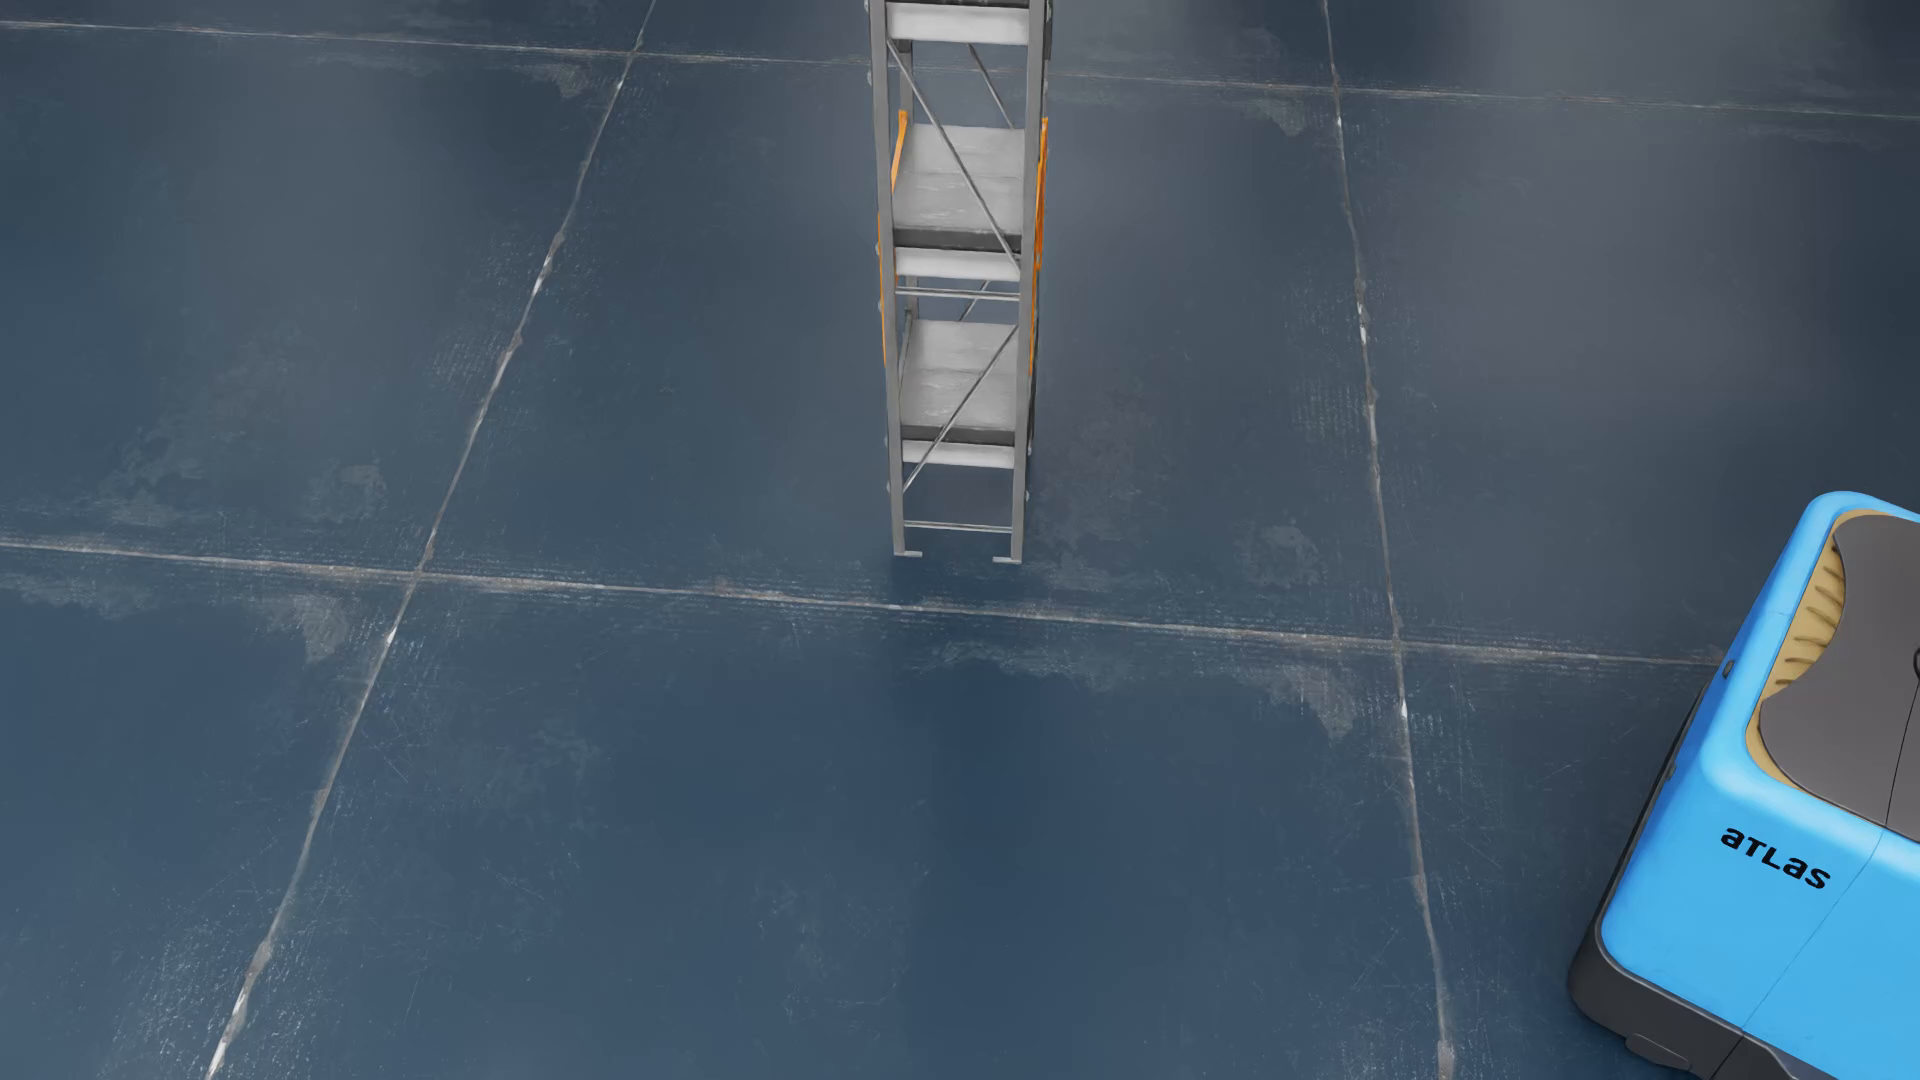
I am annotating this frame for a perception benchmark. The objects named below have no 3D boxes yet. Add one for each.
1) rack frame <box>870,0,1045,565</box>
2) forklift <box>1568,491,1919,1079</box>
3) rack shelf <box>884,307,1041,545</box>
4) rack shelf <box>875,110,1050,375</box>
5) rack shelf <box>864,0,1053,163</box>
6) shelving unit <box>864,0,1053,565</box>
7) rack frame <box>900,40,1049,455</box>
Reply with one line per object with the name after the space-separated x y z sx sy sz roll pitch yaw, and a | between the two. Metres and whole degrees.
-0.007 -0.651 4.422 0.400 2.100 0.015 4 48 4 | rack frame
3.023 0.494 2.812 3.031 2.935 1.130 26 53 22 | forklift
0.015 -0.349 5.113 0.431 0.518 0.480 4 48 4 | rack shelf
0.015 -0.821 4.597 0.431 0.518 0.480 4 48 4 | rack shelf
0.015 -1.294 4.080 0.431 0.518 0.480 4 48 4 | rack shelf
0.015 -0.830 4.586 0.431 2.100 0.503 4 48 4 | shelving unit
0.037 -1.010 4.750 0.400 2.100 0.015 4 48 4 | rack frame
